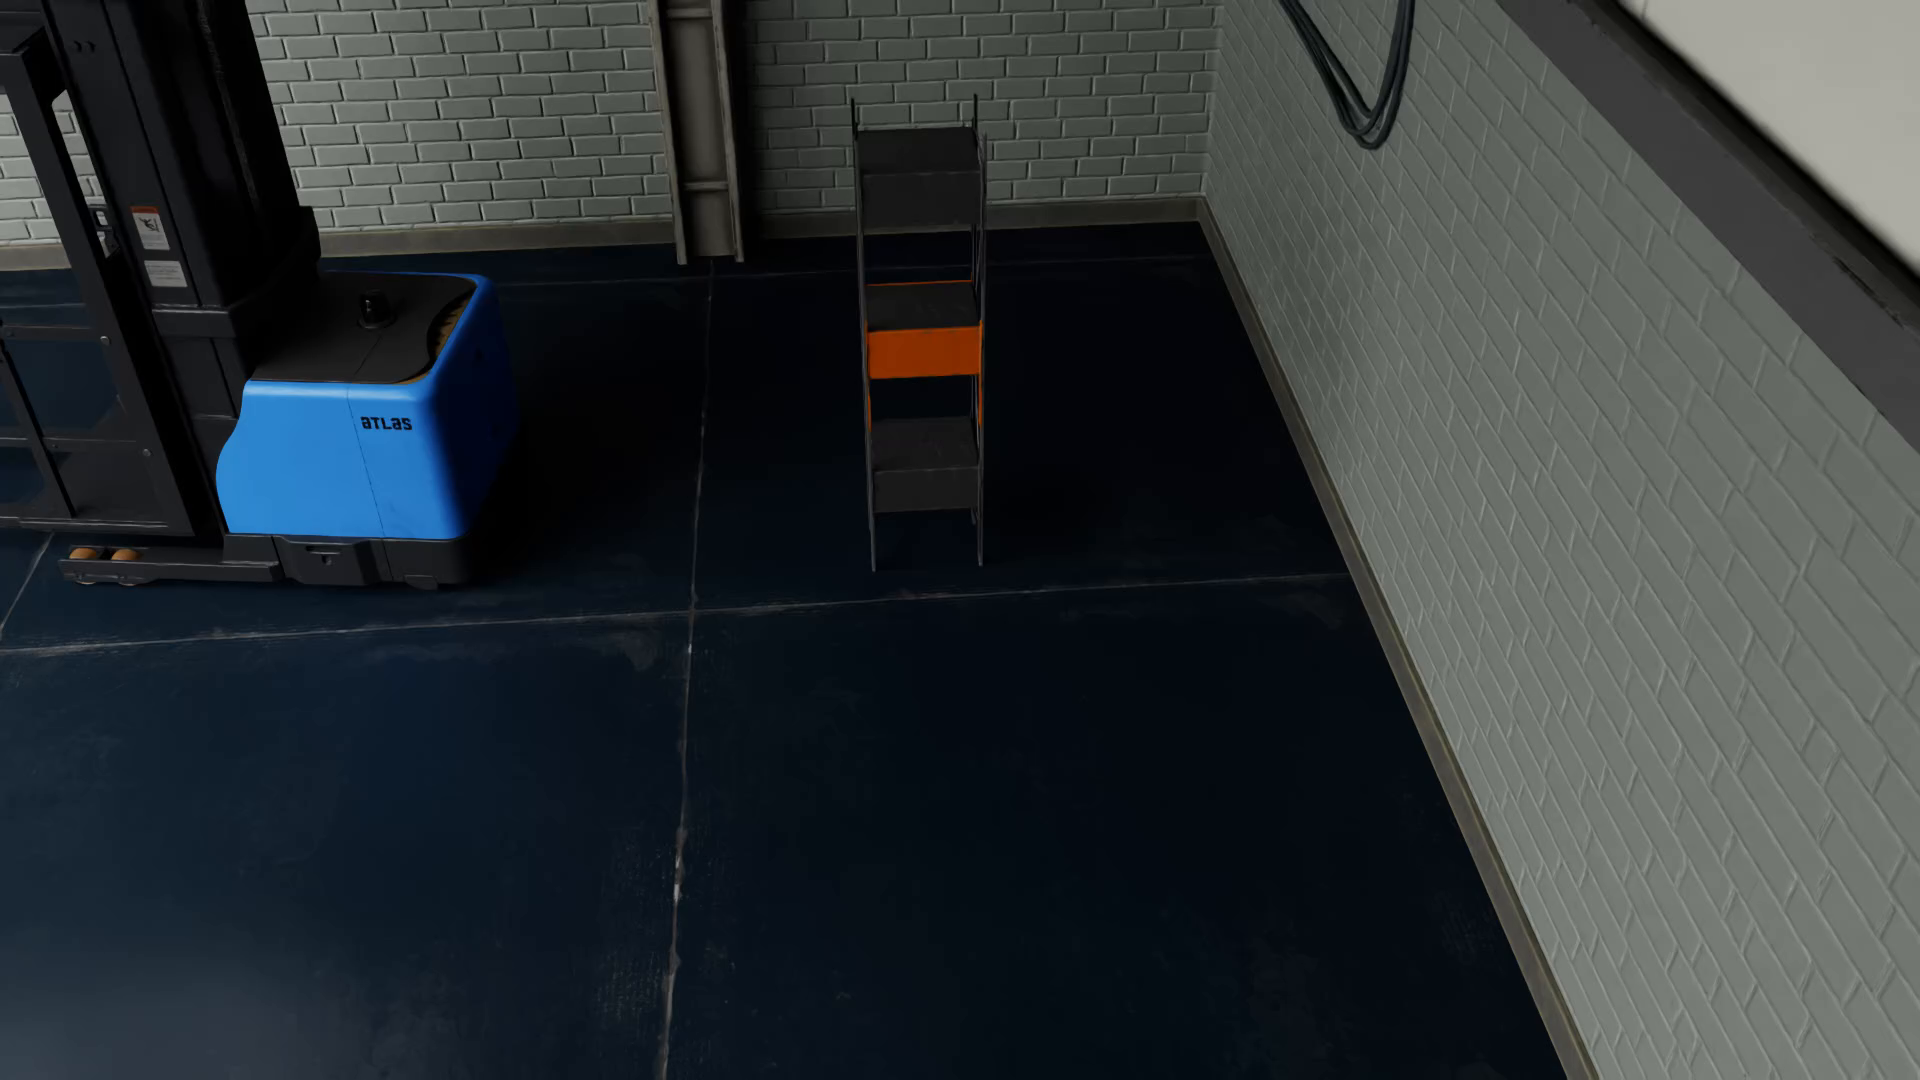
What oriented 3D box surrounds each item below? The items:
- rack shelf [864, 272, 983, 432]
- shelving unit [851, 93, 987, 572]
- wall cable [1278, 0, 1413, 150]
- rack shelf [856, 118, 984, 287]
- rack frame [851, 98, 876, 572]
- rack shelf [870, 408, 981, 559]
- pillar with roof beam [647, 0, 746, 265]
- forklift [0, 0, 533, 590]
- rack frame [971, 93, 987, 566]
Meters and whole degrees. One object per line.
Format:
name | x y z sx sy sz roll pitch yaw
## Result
rack shelf | -0.165 -0.805 7.097 0.480 0.518 0.431 -3 38 -4
shelving unit | -0.165 -0.815 7.088 0.503 2.100 0.431 -3 38 -4
wall cable | 1.572 -3.390 7.289 0.112 2.526 3.097 -3 38 -4
rack shelf | -0.165 -1.354 6.663 0.480 0.518 0.431 -3 38 -4
rack frame | -0.408 -0.802 7.071 0.015 2.100 0.400 -3 38 -4
rack shelf | -0.165 -0.255 7.530 0.480 0.518 0.431 -3 38 -4
pillar with roof beam | -1.098 -2.607 3.790 0.400 9.000 9.100 -3 38 -4
forklift | -3.625 -1.270 6.993 3.031 2.935 1.130 2 38 2
rack frame | 0.078 -0.829 7.105 0.015 2.100 0.400 -3 38 -4
